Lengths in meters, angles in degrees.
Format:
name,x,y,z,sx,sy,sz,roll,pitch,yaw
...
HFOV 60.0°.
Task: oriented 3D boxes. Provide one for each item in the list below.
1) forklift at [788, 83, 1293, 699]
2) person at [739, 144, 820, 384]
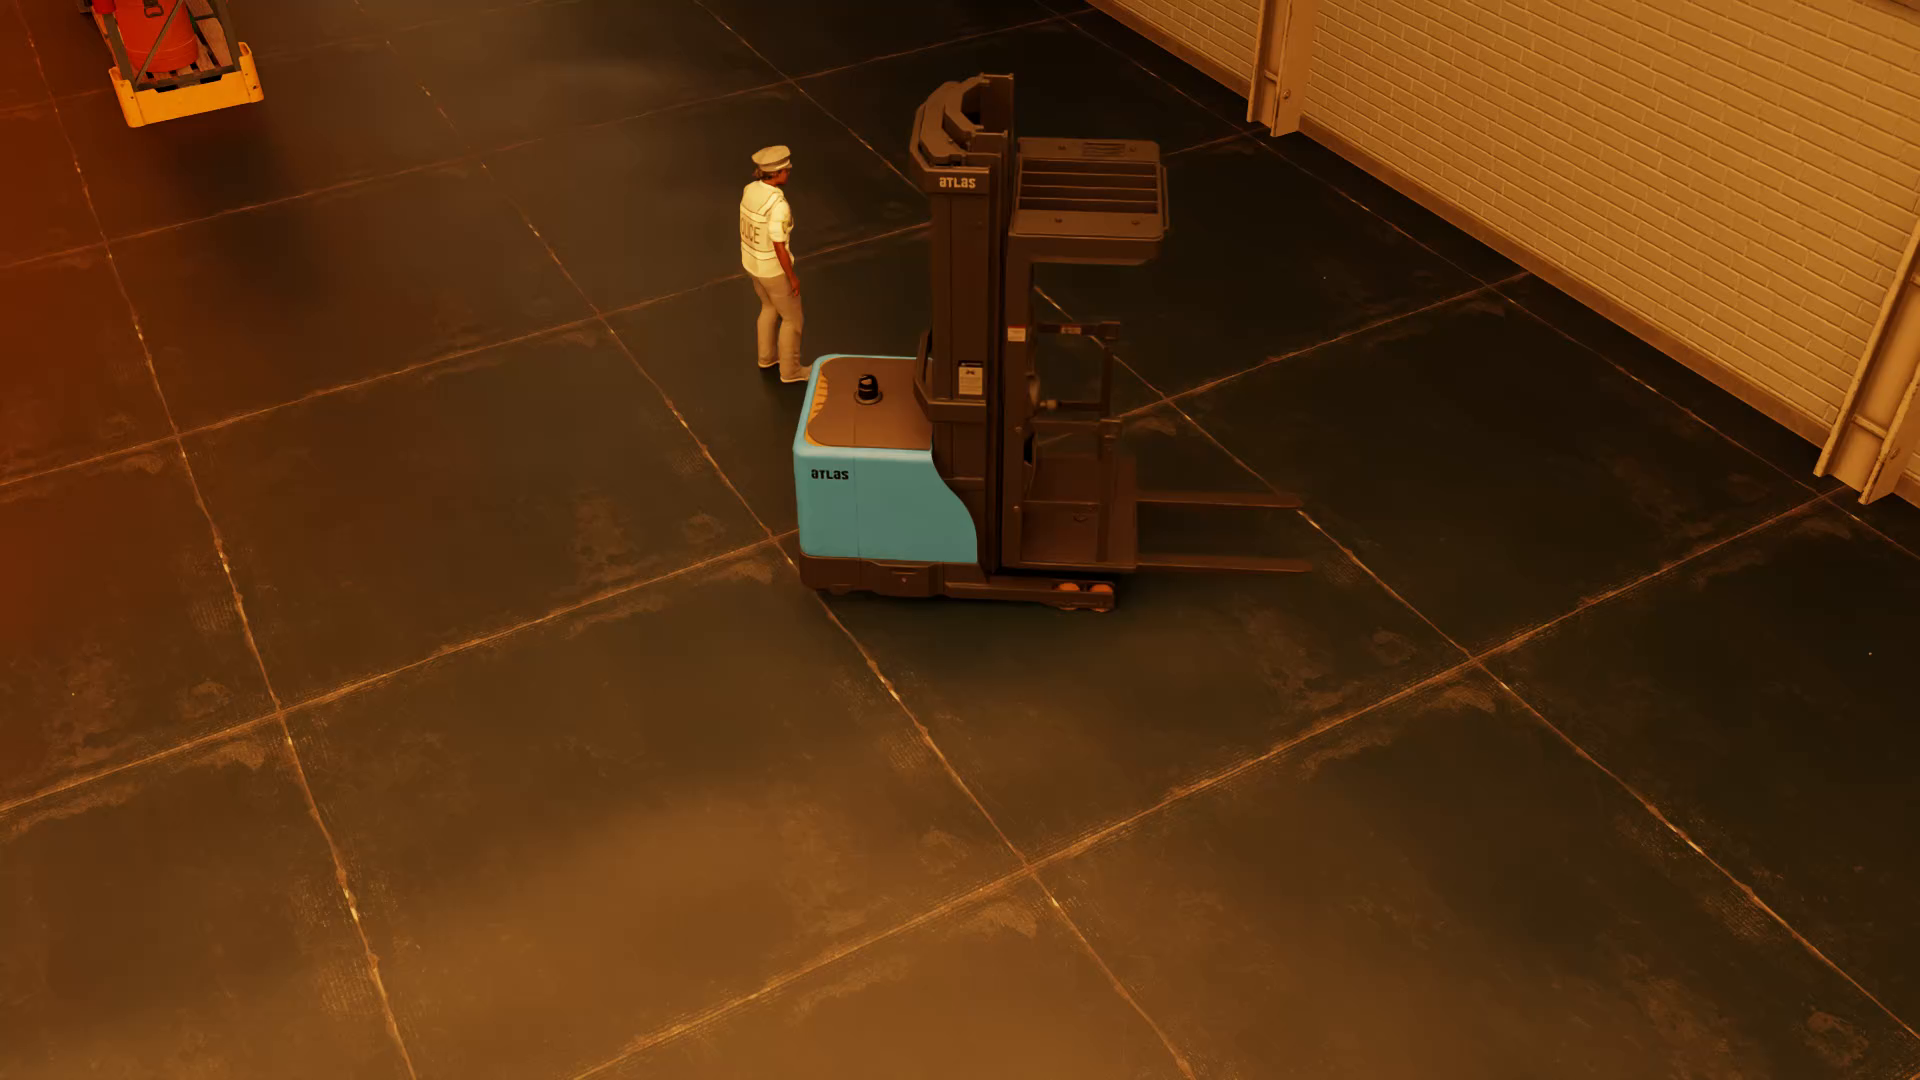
name,x,y,z,sx,sy,sz,roll,pitch,yaw
forklift,0.465,-0.846,9.056,3.031,2.935,1.130,25,46,27
person,-1.256,-1.853,11.271,0.397,1.655,0.512,-25,46,-27
